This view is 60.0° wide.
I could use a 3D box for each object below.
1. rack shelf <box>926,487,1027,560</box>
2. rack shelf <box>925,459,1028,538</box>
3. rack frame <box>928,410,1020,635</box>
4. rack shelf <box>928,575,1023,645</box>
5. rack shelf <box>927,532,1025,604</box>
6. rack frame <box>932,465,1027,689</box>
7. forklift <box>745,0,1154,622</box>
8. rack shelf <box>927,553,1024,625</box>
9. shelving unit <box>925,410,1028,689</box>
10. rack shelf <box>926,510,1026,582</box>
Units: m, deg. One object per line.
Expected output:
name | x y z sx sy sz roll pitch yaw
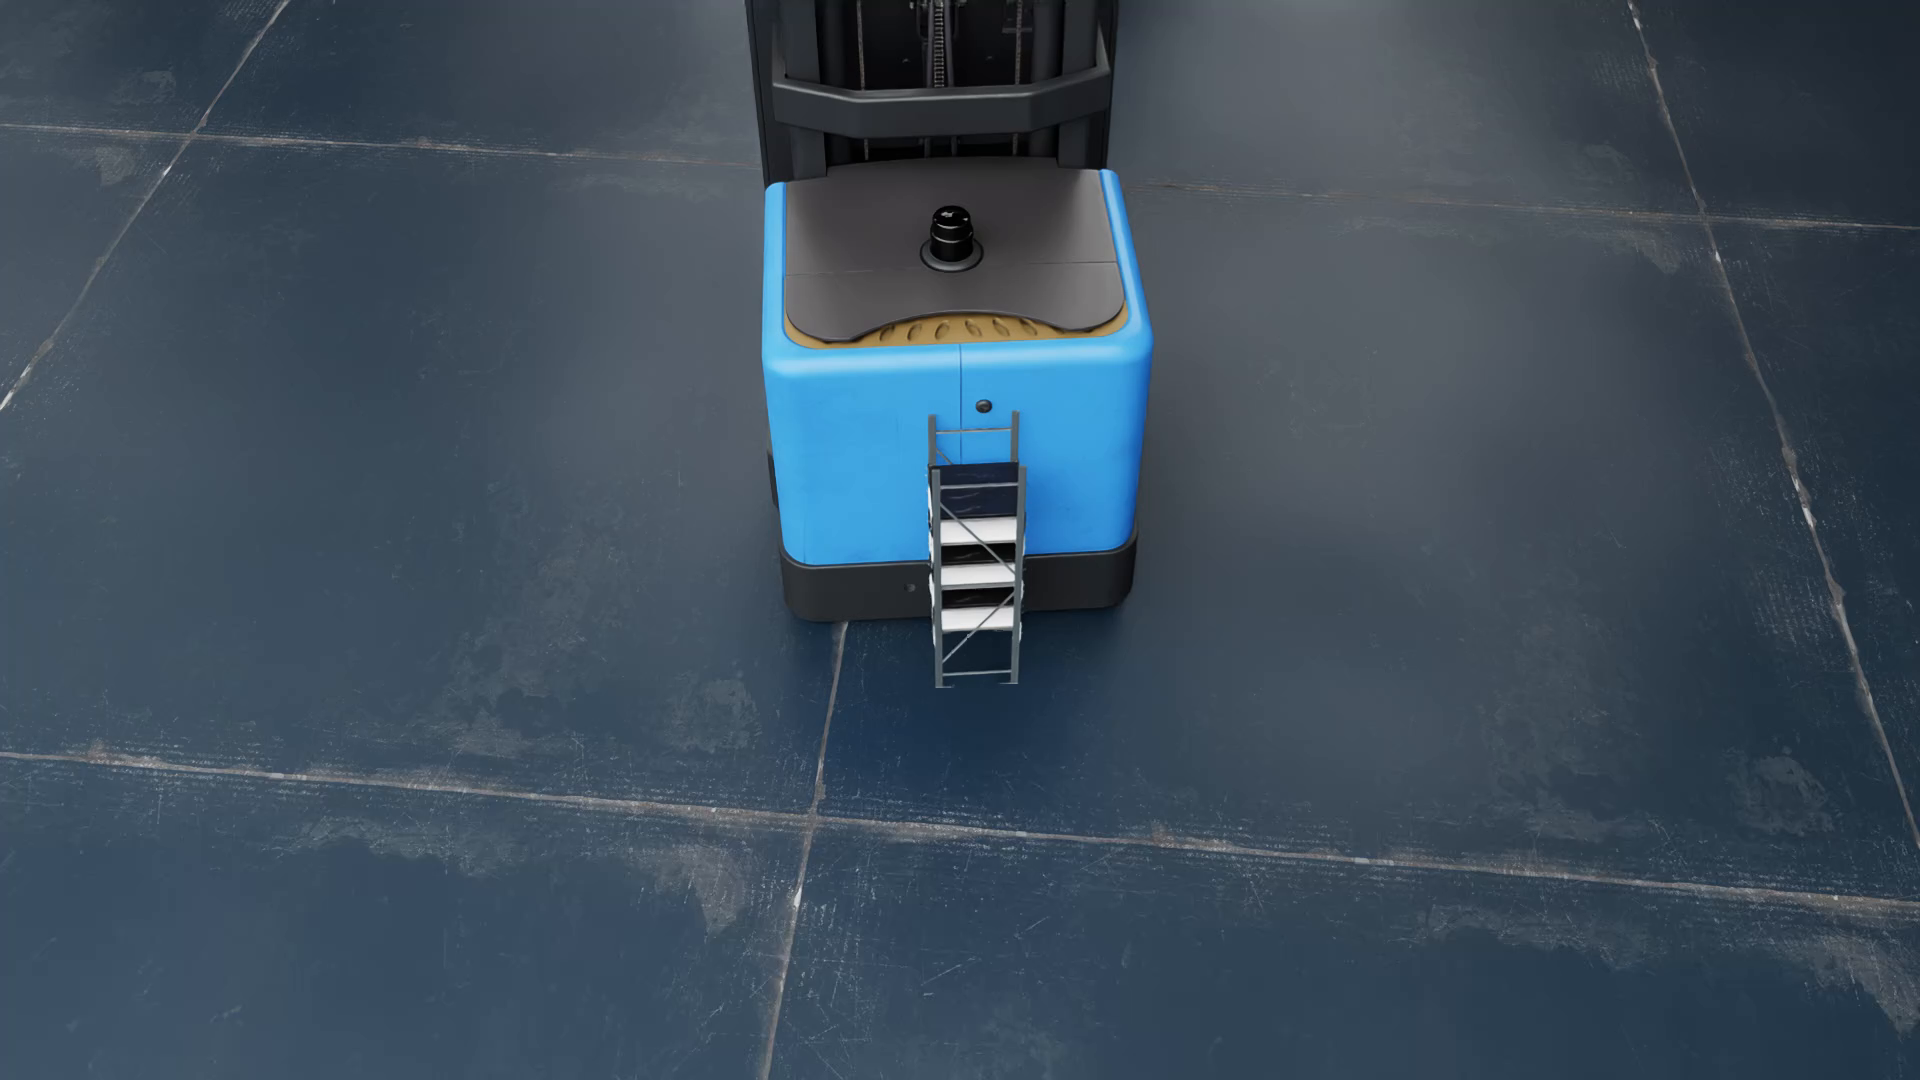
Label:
rack shelf | 0.043 -0.051 4.488 0.258 0.077 0.200 -3 48 -3
rack shelf | 0.043 -0.112 4.421 0.258 0.077 0.200 -3 48 -3
rack frame | 0.036 -0.027 4.665 0.240 0.900 0.006 -3 48 -3
rack shelf | 0.043 0.192 4.754 0.258 0.077 0.200 -3 48 -3
rack shelf | 0.043 0.071 4.621 0.258 0.077 0.200 -3 48 -3
rack frame | 0.049 0.123 4.528 0.240 0.900 0.006 -3 48 -3
forklift | -0.096 -1.833 4.940 1.130 2.935 3.031 -3 48 -3
rack shelf | 0.043 0.131 4.687 0.258 0.077 0.200 -3 48 -3
shelving unit | 0.043 0.048 4.596 0.258 0.900 0.210 -3 48 -3
rack shelf | 0.043 0.010 4.554 0.258 0.077 0.200 -3 48 -3
